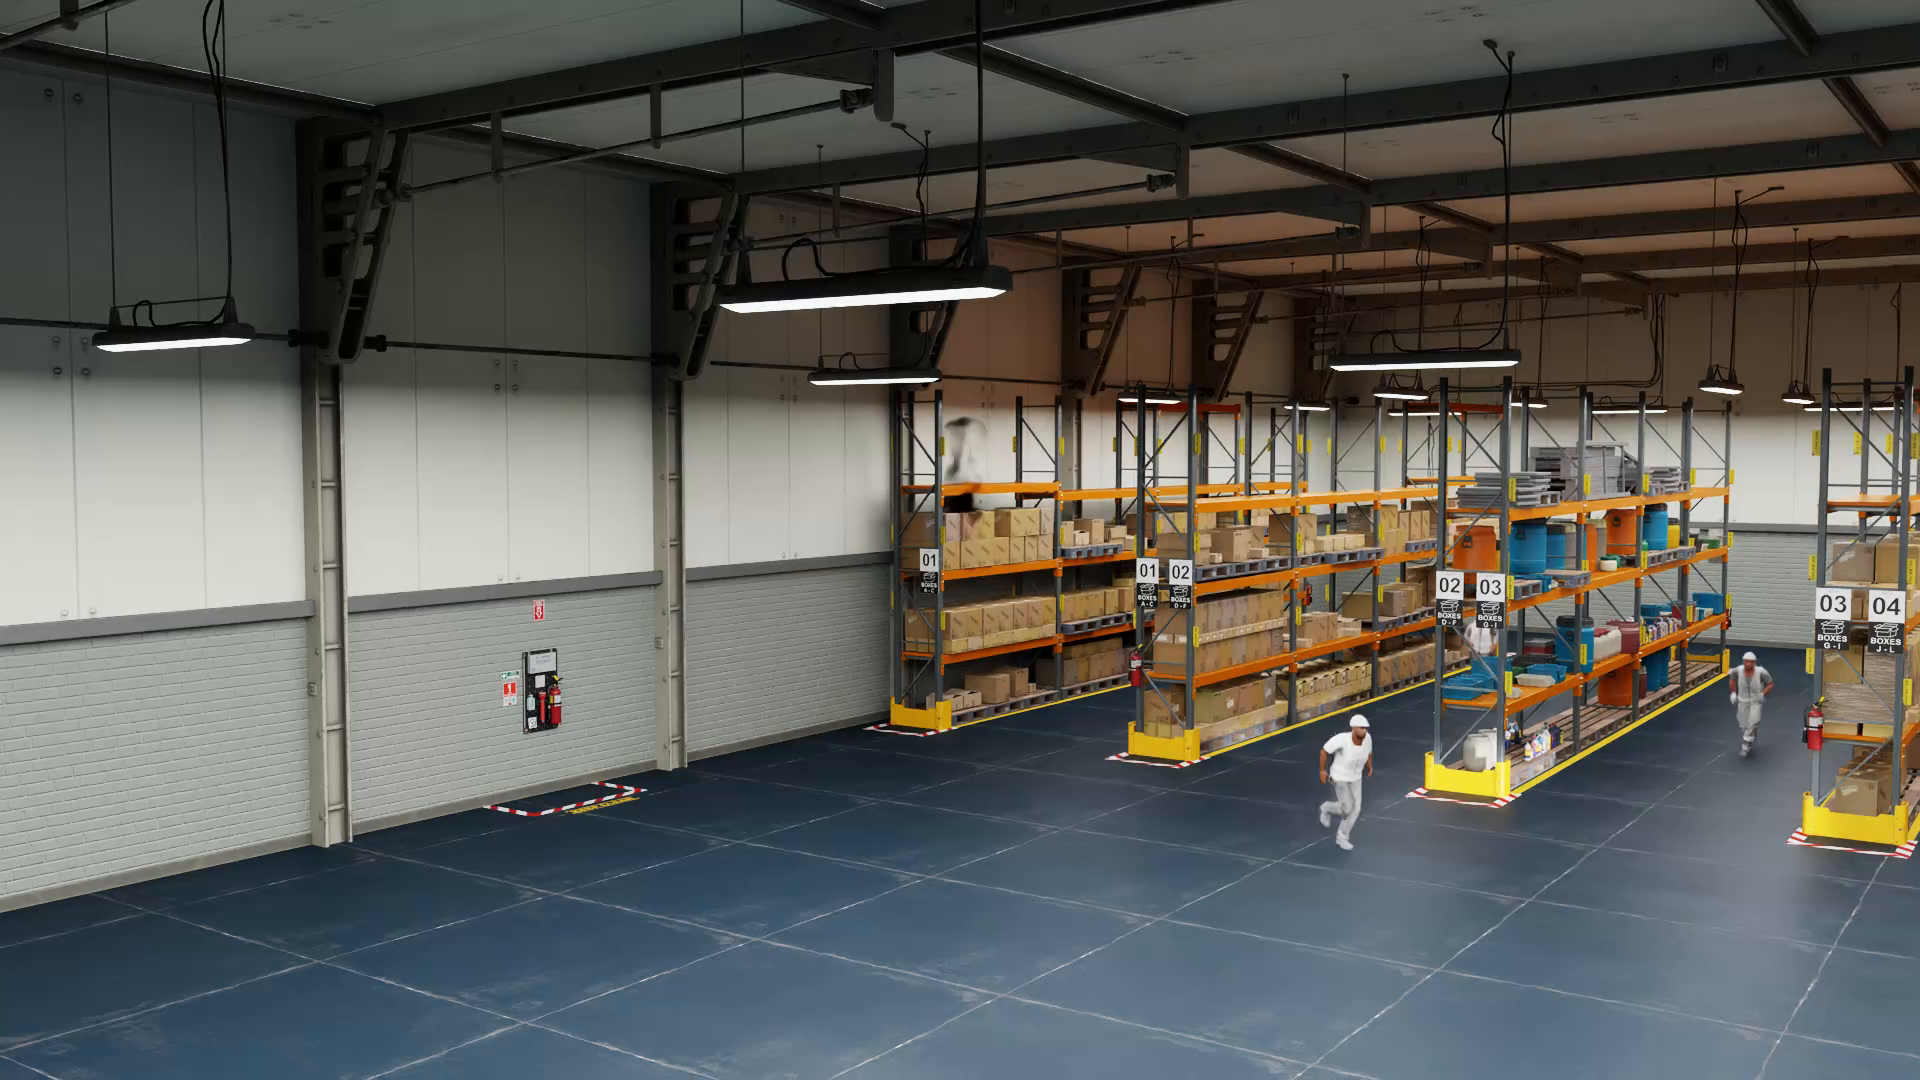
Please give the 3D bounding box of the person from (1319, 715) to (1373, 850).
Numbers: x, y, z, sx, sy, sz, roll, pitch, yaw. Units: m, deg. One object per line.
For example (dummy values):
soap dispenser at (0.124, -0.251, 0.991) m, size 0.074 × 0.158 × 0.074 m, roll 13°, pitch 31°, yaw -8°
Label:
person at (4.834, 3.005, 20.836) m, size 0.695 × 1.690 × 0.812 m, roll -2°, pitch 4°, yaw -29°

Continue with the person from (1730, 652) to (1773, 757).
person at (12.835, 2.648, 26.982) m, size 0.655 × 1.717 × 0.844 m, roll 2°, pitch 4°, yaw 30°

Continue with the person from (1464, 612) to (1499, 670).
person at (10.434, 2.251, 33.331) m, size 0.684 × 1.775 × 0.794 m, roll 1°, pitch 3°, yaw 21°
